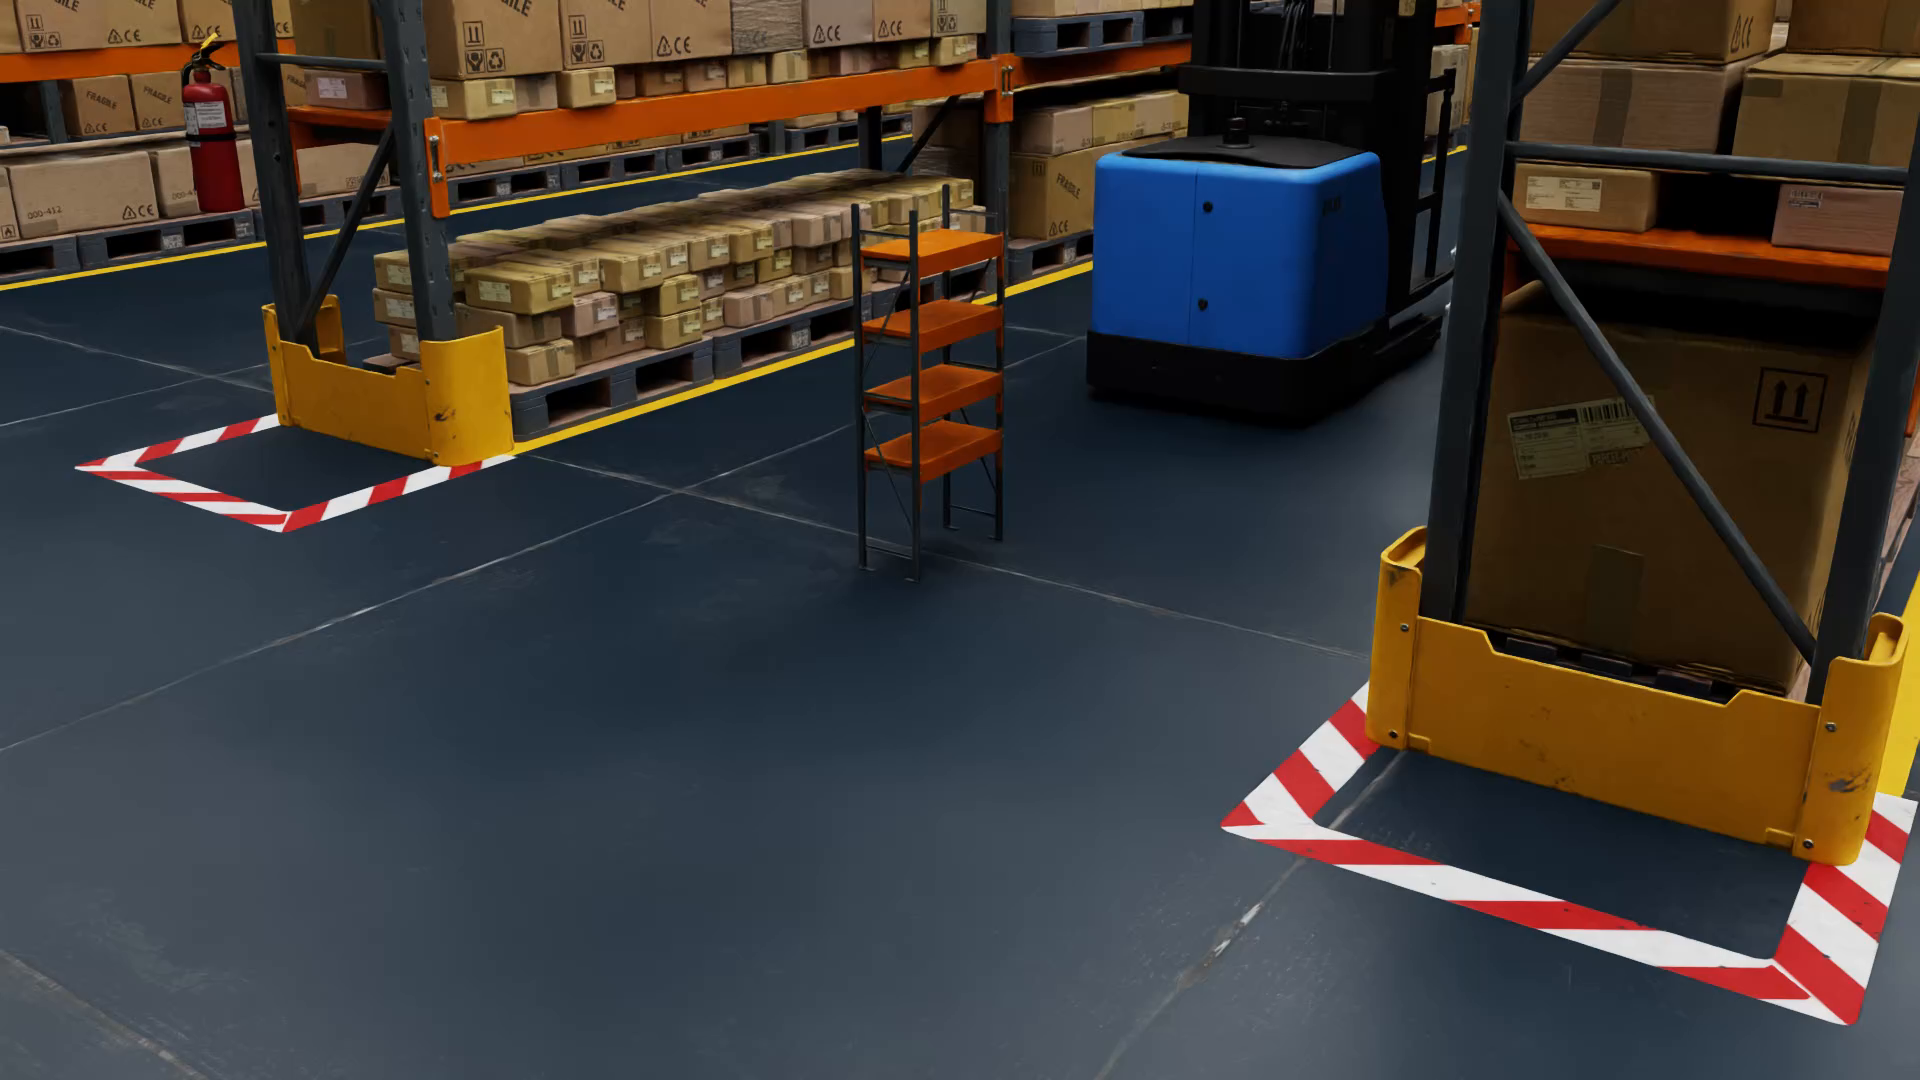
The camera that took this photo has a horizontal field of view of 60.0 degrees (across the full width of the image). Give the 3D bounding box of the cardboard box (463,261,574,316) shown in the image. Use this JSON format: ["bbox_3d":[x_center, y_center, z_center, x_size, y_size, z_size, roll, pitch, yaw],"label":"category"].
[{"bbox_3d":[-1.836,-1.048,6.921,0.380,0.149,0.250,12,23,29],"label":"cardboard box"}]

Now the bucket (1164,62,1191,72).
[{"bbox_3d":[2.504,-4.935,17.309,0.620,0.611,0.726,-24,30,-29],"label":"bucket"}]

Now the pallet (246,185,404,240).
[{"bbox_3d":[-4.806,-2.399,11.945,1.003,0.211,1.213,13,24,32],"label":"pallet"}]

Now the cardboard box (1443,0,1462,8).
[{"bbox_3d":[4.262,-5.113,15.121,0.500,0.500,0.500,13,24,32],"label":"cardboard box"}]

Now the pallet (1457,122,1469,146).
[{"bbox_3d":[4.826,-4.163,16.716,1.003,0.211,1.213,13,24,32],"label":"pallet"}]

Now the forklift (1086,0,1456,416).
[{"bbox_3d":[1.776,-2.358,7.916,1.130,2.935,3.031,12,24,30],"label":"forklift"}]

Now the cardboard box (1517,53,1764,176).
[{"bbox_3d":[1.686,-1.089,4.172,0.500,0.250,0.500,13,24,31],"label":"cardboard box"}]

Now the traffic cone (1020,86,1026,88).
[{"bbox_3d":[0.644,-4.386,16.955,0.336,0.463,0.334,13,24,32],"label":"traffic cone"}]

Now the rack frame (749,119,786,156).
[{"bbox_3d":[-2.065,-5.057,15.112,1.000,3.000,0.127,13,24,32],"label":"rack frame"}]

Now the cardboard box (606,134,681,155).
[{"bbox_3d":[-3.027,-3.820,14.227,0.875,0.875,0.875,14,24,32],"label":"cardboard box"}]

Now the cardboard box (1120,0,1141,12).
[{"bbox_3d":[0.875,-3.299,10.116,0.380,0.149,0.250,14,24,32],"label":"cardboard box"}]

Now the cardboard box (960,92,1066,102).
[{"bbox_3d":[0.346,-2.757,10.812,0.500,0.250,0.500,15,25,34],"label":"cardboard box"}]

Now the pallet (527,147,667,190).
[{"bbox_3d":[-3.257,-3.189,14.082,1.003,0.211,1.213,13,24,32],"label":"pallet"}]

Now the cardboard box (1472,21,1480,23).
[{"bbox_3d":[5.249,-4.895,17.132,0.875,0.875,0.875,13,24,32],"label":"cardboard box"}]

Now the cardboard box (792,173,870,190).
[{"bbox_3d":[-0.732,-1.986,9.457,0.380,0.149,0.250,15,25,34],"label":"cardboard box"}]

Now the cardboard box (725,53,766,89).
[{"bbox_3d":[-1.124,-2.194,7.735,0.380,0.149,0.250,14,25,34],"label":"cardboard box"}]

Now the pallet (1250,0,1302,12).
[{"bbox_3d":[1.773,-3.805,12.005,1.213,0.211,1.003,13,24,32],"label":"pallet"}]

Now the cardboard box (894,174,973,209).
[{"bbox_3d":[-0.148,-1.959,9.384,0.380,0.149,0.250,14,25,33],"label":"cardboard box"}]

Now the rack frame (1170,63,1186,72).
[{"bbox_3d":[2.085,-4.121,12.581,1.000,3.000,0.127,13,24,32],"label":"rack frame"}]

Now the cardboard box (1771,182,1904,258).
[{"bbox_3d":[2.106,-0.749,3.827,0.380,0.149,0.250,14,24,32],"label":"cardboard box"}]

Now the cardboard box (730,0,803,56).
[{"bbox_3d":[-1.084,-2.531,7.710,0.500,0.500,0.500,13,24,30],"label":"cardboard box"}]

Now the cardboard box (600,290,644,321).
[{"bbox_3d":[-1.640,-1.080,7.436,0.380,0.149,0.250,14,24,33],"label":"cardboard box"}]

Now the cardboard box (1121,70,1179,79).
[{"bbox_3d":[1.497,-3.346,12.405,0.500,0.250,0.500,12,23,29],"label":"cardboard box"}]

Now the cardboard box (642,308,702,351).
[{"bbox_3d":[-1.405,-0.989,7.618,0.380,0.149,0.250,14,24,32],"label":"cardboard box"}]

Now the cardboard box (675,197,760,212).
[{"bbox_3d":[-1.257,-1.673,8.611,0.380,0.149,0.250,12,24,30],"label":"cardboard box"}]

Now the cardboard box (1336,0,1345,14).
[{"bbox_3d":[2.844,-4.390,13.165,0.500,0.500,0.500,13,24,31],"label":"cardboard box"}]

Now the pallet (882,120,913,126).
[{"bbox_3d":[-0.253,-4.673,18.094,1.003,0.211,1.213,13,24,32],"label":"pallet"}]

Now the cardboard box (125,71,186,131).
[{"bbox_3d":[-7.672,-4.150,15.659,0.500,0.500,0.500,13,24,31],"label":"cardboard box"}]

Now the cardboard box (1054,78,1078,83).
[{"bbox_3d":[1.029,-5.384,19.355,0.500,0.250,0.500,15,25,35],"label":"cardboard box"}]

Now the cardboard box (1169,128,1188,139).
[{"bbox_3d":[1.353,-2.602,11.474,0.500,0.500,0.500,12,23,29],"label":"cardboard box"}]

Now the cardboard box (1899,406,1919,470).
[{"bbox_3d":[2.939,-0.745,5.913,0.875,0.875,0.875,13,24,32],"label":"cardboard box"}]

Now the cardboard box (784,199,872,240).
[{"bbox_3d":[-0.679,-1.650,8.549,0.380,0.149,0.250,12,23,29],"label":"cardboard box"}]

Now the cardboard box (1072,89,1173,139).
[{"bbox_3d":[1.058,-2.808,10.951,0.500,0.250,0.500,14,25,34],"label":"cardboard box"}]

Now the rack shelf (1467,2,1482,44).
[{"bbox_3d":[5.458,-5.505,17.360,1.077,0.370,4.000,13,24,32],"label":"rack shelf"}]

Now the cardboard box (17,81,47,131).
[{"bbox_3d":[-8.390,-4.099,15.521,0.500,0.500,0.500,13,24,32],"label":"cardboard box"}]

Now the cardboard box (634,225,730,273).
[{"bbox_3d":[-1.299,-1.363,7.773,0.380,0.149,0.250,14,25,34],"label":"cardboard box"}]

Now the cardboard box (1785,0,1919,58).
[{"bbox_3d":[2.408,-1.478,4.144,0.500,0.500,0.500,13,24,31],"label":"cardboard box"}]

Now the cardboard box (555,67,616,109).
[{"bbox_3d":[-1.654,-1.884,6.897,0.380,0.149,0.250,12,24,30],"label":"cardboard box"}]

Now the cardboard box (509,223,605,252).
[{"bbox_3d":[-1.897,-1.387,7.838,0.380,0.149,0.250,12,24,30],"label":"cardboard box"}]

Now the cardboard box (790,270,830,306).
[{"bbox_3d":[-0.886,-1.295,8.447,0.380,0.149,0.250,14,24,33],"label":"cardboard box"}]

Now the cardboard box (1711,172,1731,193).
[{"bbox_3d":[1.990,-1.096,4.766,0.380,0.149,0.250,14,24,33],"label":"cardboard box"}]

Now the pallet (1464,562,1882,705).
[{"bbox_3d":[2.018,0.234,4.827,1.003,0.211,1.213,13,24,32],"label":"pallet"}]

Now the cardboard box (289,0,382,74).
[{"bbox_3d":[-2.372,-2.191,6.791,0.500,0.500,0.500,14,24,33],"label":"cardboard box"}]

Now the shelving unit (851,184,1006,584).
[{"bbox_3d":[-0.093,-0.515,5.428,0.258,1.200,0.503,13,24,32],"label":"shelving unit"}]

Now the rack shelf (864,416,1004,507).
[{"bbox_3d":[-0.093,-0.266,5.521,0.258,0.148,0.480,13,24,32],"label":"rack shelf"}]

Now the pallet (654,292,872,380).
[{"bbox_3d":[-1.197,-1.114,8.472,1.003,0.211,1.213,13,24,32],"label":"pallet"}]

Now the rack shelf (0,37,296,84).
[{"bbox_3d":[-5.438,-2.998,10.583,1.077,0.370,4.000,13,24,32],"label":"rack shelf"}]

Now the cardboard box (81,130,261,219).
[{"bbox_3d":[-5.258,-2.488,11.256,0.875,0.438,0.875,12,24,30],"label":"cardboard box"}]

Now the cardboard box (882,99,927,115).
[{"bbox_3d":[-0.900,-4.611,17.090,0.950,0.372,0.625,14,25,34],"label":"cardboard box"}]

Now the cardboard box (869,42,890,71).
[{"bbox_3d":[-0.586,-2.507,8.580,0.380,0.149,0.250,13,24,30],"label":"cardboard box"}]

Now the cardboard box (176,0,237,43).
[{"bbox_3d":[-4.918,-3.477,10.698,0.500,0.500,0.500,13,24,31],"label":"cardboard box"}]

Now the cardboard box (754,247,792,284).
[{"bbox_3d":[-1.057,-1.389,8.270,0.380,0.149,0.250,15,25,34],"label":"cardboard box"}]

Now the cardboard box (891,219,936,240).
[{"bbox_3d":[-0.355,-1.660,9.003,0.380,0.149,0.250,12,24,30],"label":"cardboard box"}]

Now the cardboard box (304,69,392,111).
[{"bbox_3d":[-2.462,-1.856,6.821,0.380,0.149,0.250,13,24,32],"label":"cardboard box"}]
